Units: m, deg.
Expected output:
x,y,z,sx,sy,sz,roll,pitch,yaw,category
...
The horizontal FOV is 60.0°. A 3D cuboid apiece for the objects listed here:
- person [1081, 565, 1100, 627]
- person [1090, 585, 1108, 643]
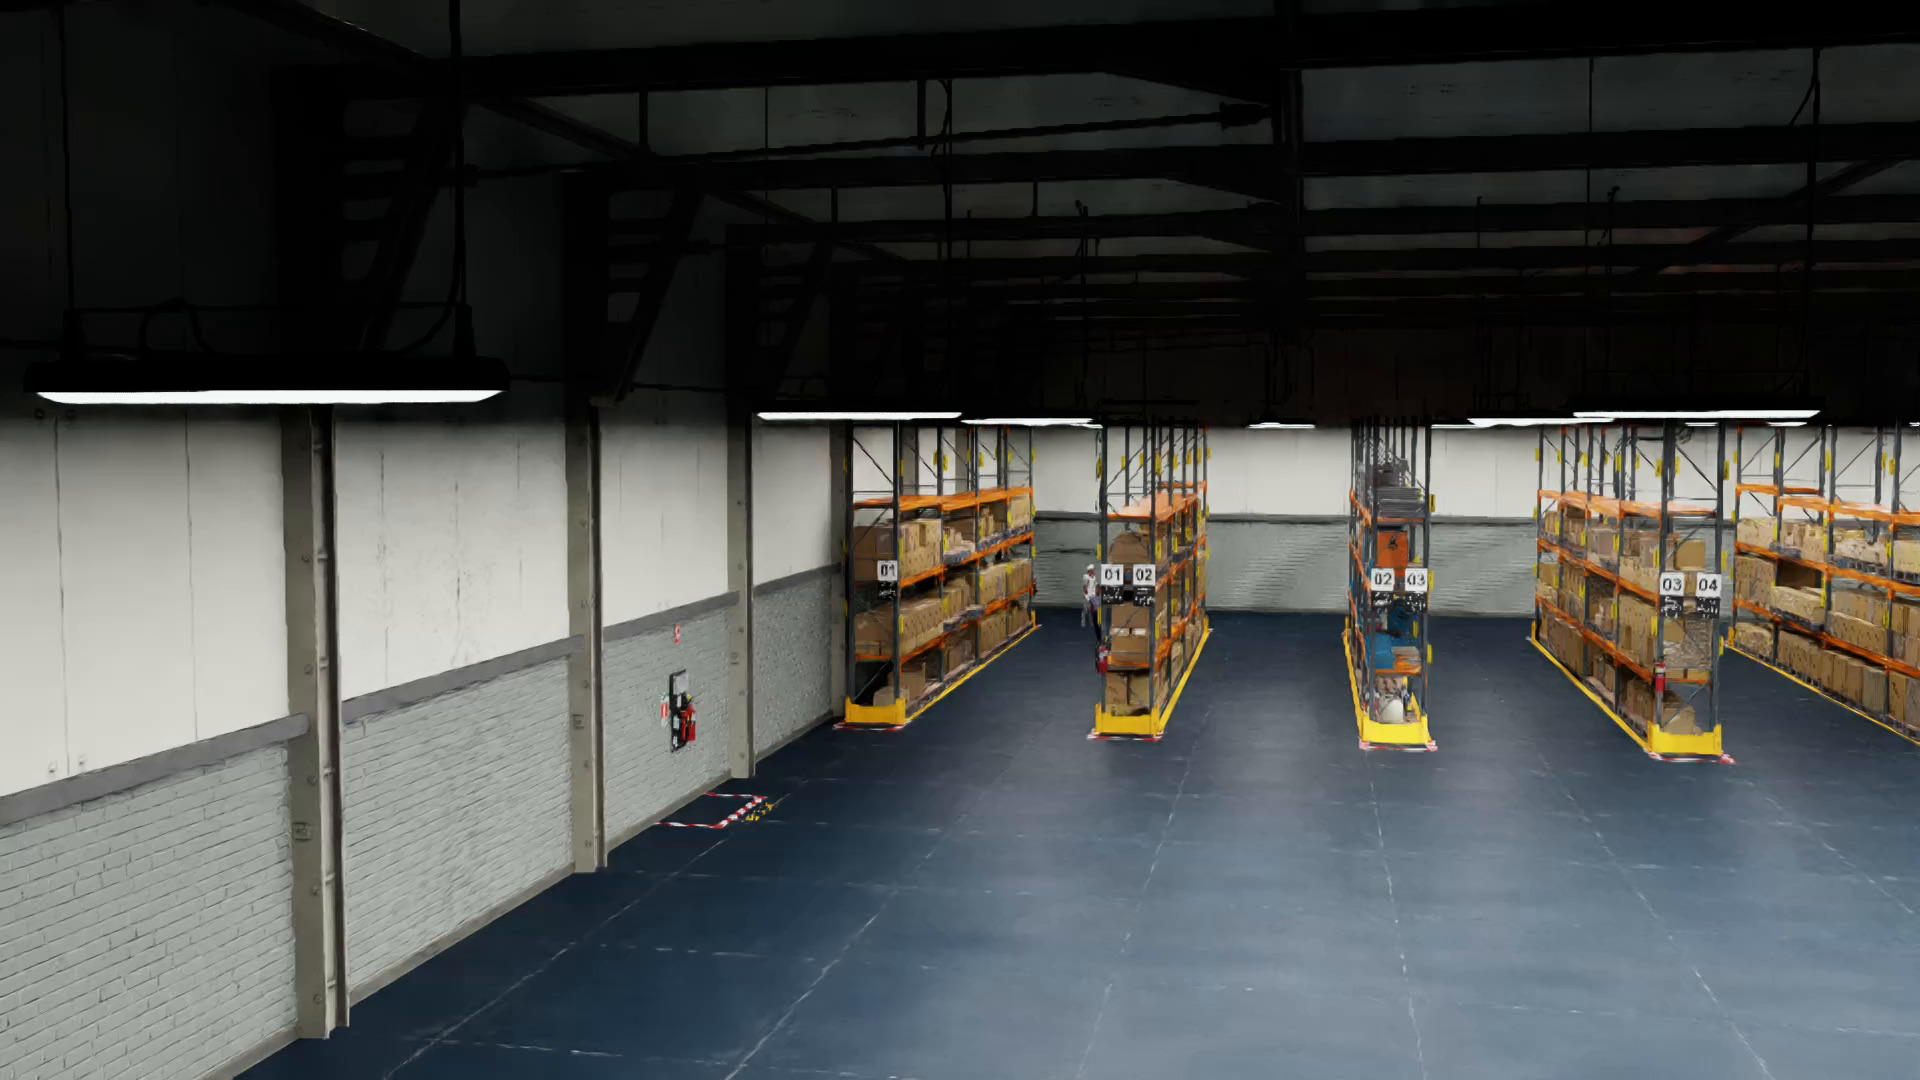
x,y,z,sx,sy,sz,roll,pitch,yaw,category
3.767,1.609,48.191,0.443,1.786,0.647,3,5,36,person
3.694,1.975,44.332,0.479,1.567,1.090,1,4,15,person
